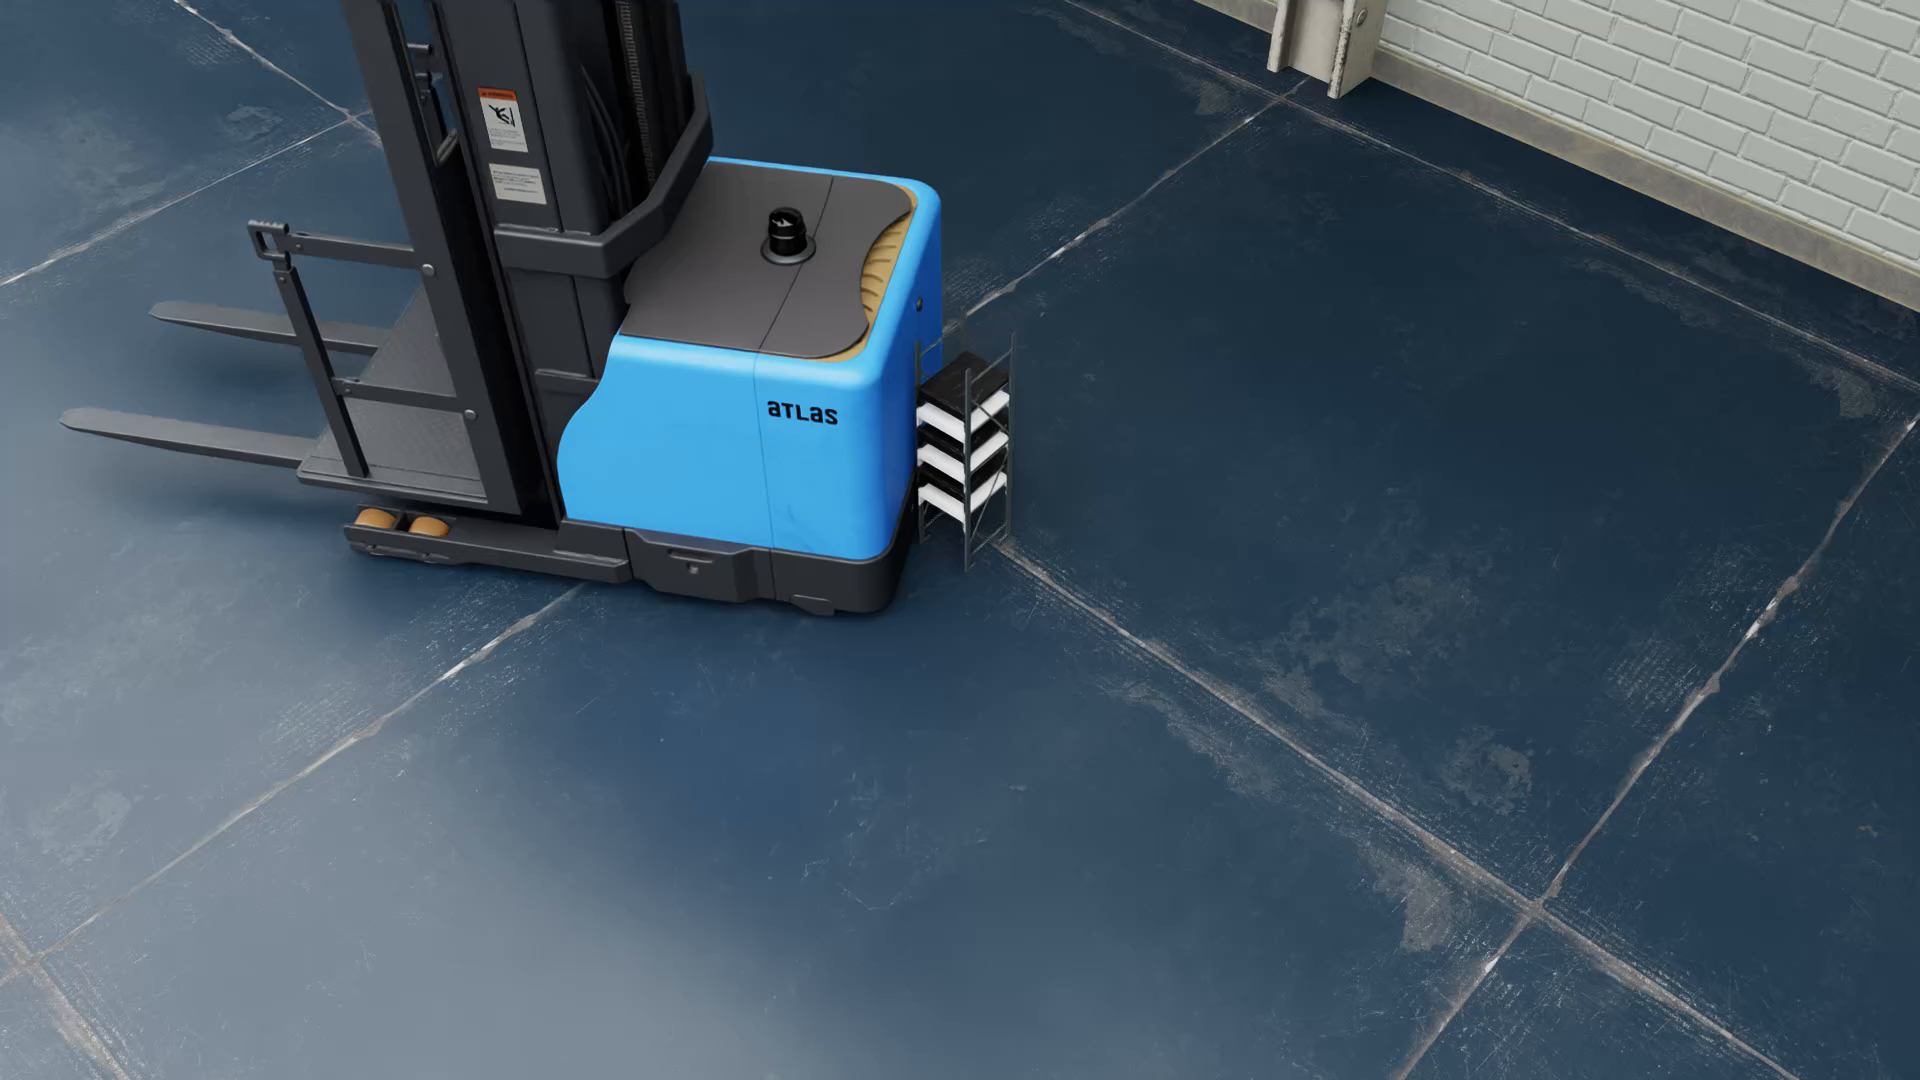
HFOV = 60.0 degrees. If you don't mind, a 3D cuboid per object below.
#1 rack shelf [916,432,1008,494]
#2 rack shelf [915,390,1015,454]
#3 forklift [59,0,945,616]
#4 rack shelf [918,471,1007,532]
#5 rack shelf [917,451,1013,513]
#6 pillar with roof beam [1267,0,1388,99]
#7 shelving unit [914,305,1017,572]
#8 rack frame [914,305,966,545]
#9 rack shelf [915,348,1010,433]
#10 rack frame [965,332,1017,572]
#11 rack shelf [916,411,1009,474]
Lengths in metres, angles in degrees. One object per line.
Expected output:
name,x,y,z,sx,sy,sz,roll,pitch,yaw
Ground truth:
rack shelf,0.017,-0.290,5.451,0.200,0.077,0.258,31,54,26
rack shelf,0.017,-0.414,5.320,0.200,0.077,0.258,31,54,26
forklift,-1.617,-1.291,4.952,3.031,2.935,1.130,8,47,8
rack shelf,0.017,-0.167,5.582,0.200,0.077,0.258,31,54,26
rack shelf,0.017,-0.229,5.517,0.200,0.077,0.258,31,54,26
pillar with roof beam,-1.226,-2.982,2.377,0.400,9.000,9.100,34,55,28
shelving unit,0.017,-0.313,5.427,0.210,0.900,0.258,31,54,26
rack frame,-0.061,-0.361,5.471,0.006,0.900,0.240,31,54,26
rack shelf,0.017,-0.475,5.254,0.200,0.077,0.258,31,54,26
rack frame,0.095,-0.266,5.382,0.006,0.900,0.240,31,54,26
rack shelf,0.017,-0.352,5.385,0.200,0.077,0.258,31,54,26
